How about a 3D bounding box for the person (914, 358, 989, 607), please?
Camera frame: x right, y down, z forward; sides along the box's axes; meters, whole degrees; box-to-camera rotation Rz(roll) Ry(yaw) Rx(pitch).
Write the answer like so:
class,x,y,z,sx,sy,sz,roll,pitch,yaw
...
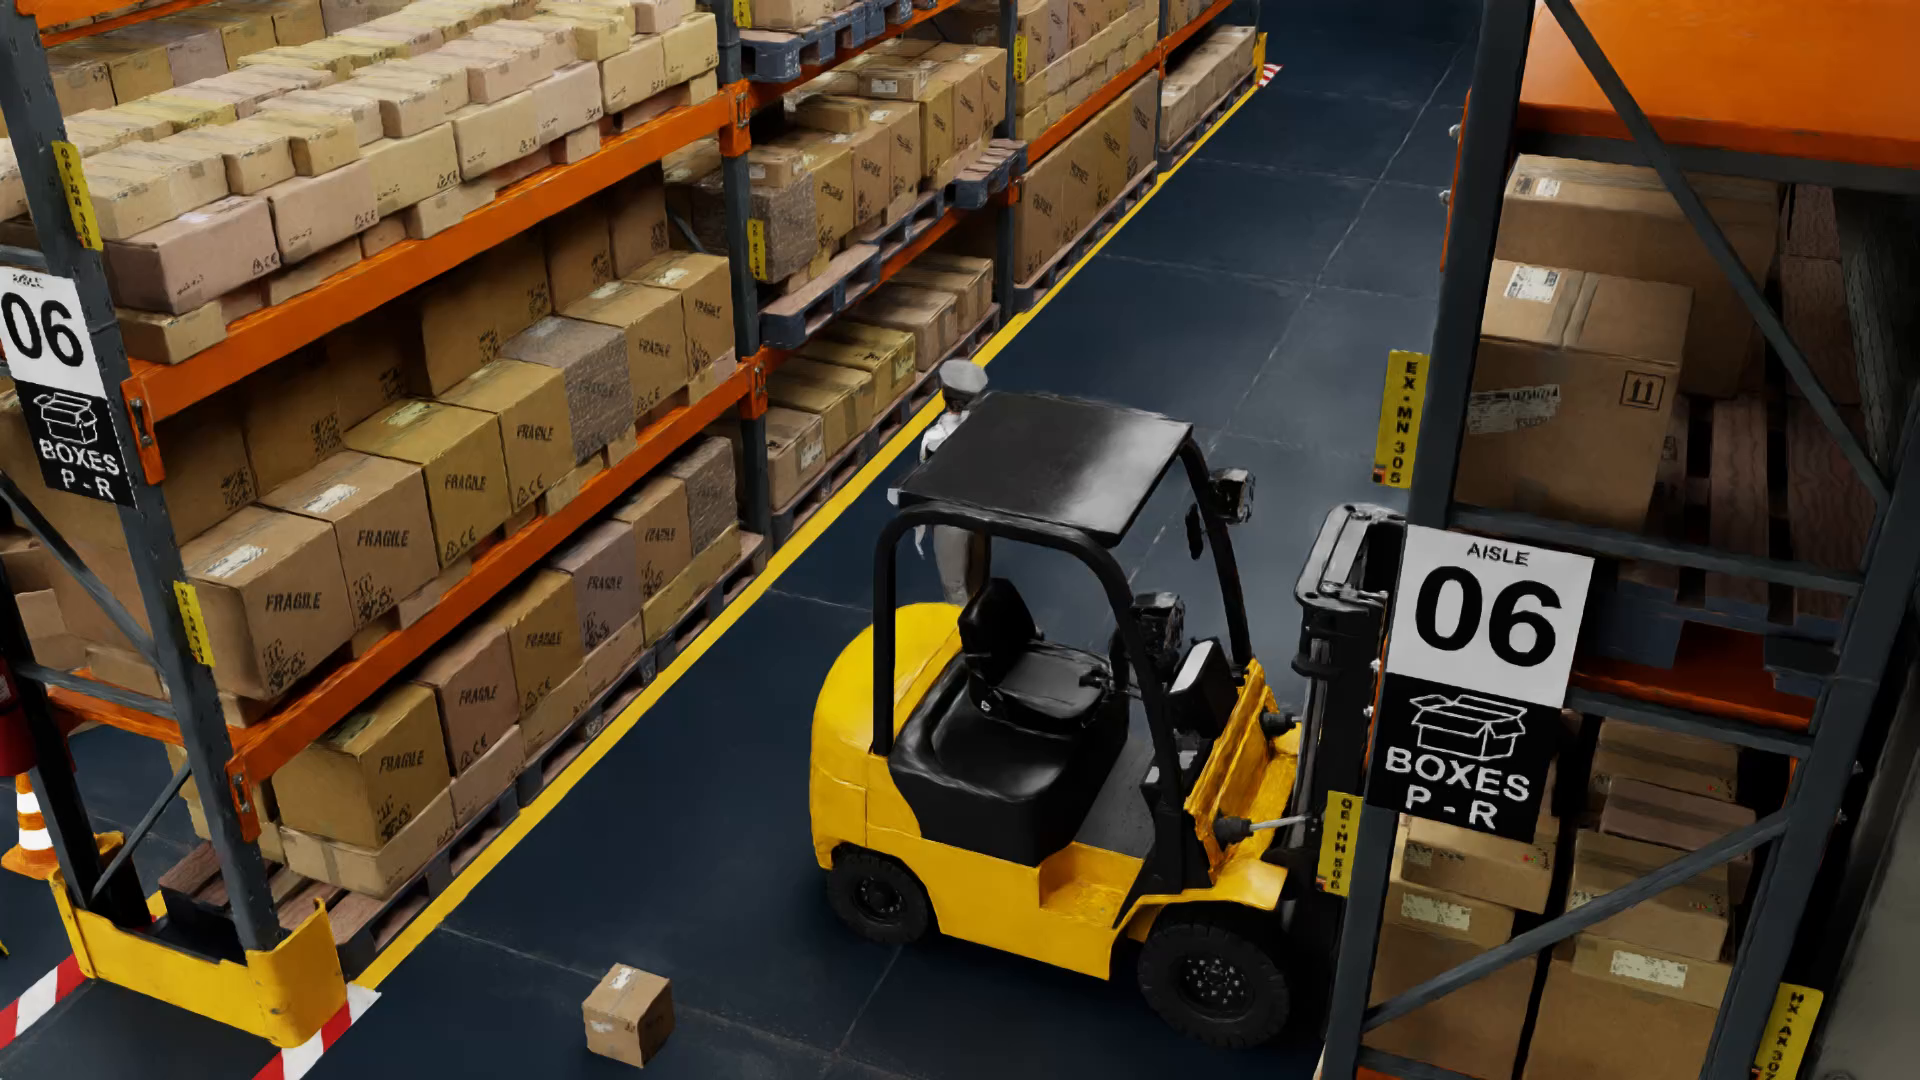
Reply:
class,x,y,z,sx,sy,sz,roll,pitch,yaw
person,-0.017,-0.139,8.575,0.569,1.673,0.532,-22,36,-33
